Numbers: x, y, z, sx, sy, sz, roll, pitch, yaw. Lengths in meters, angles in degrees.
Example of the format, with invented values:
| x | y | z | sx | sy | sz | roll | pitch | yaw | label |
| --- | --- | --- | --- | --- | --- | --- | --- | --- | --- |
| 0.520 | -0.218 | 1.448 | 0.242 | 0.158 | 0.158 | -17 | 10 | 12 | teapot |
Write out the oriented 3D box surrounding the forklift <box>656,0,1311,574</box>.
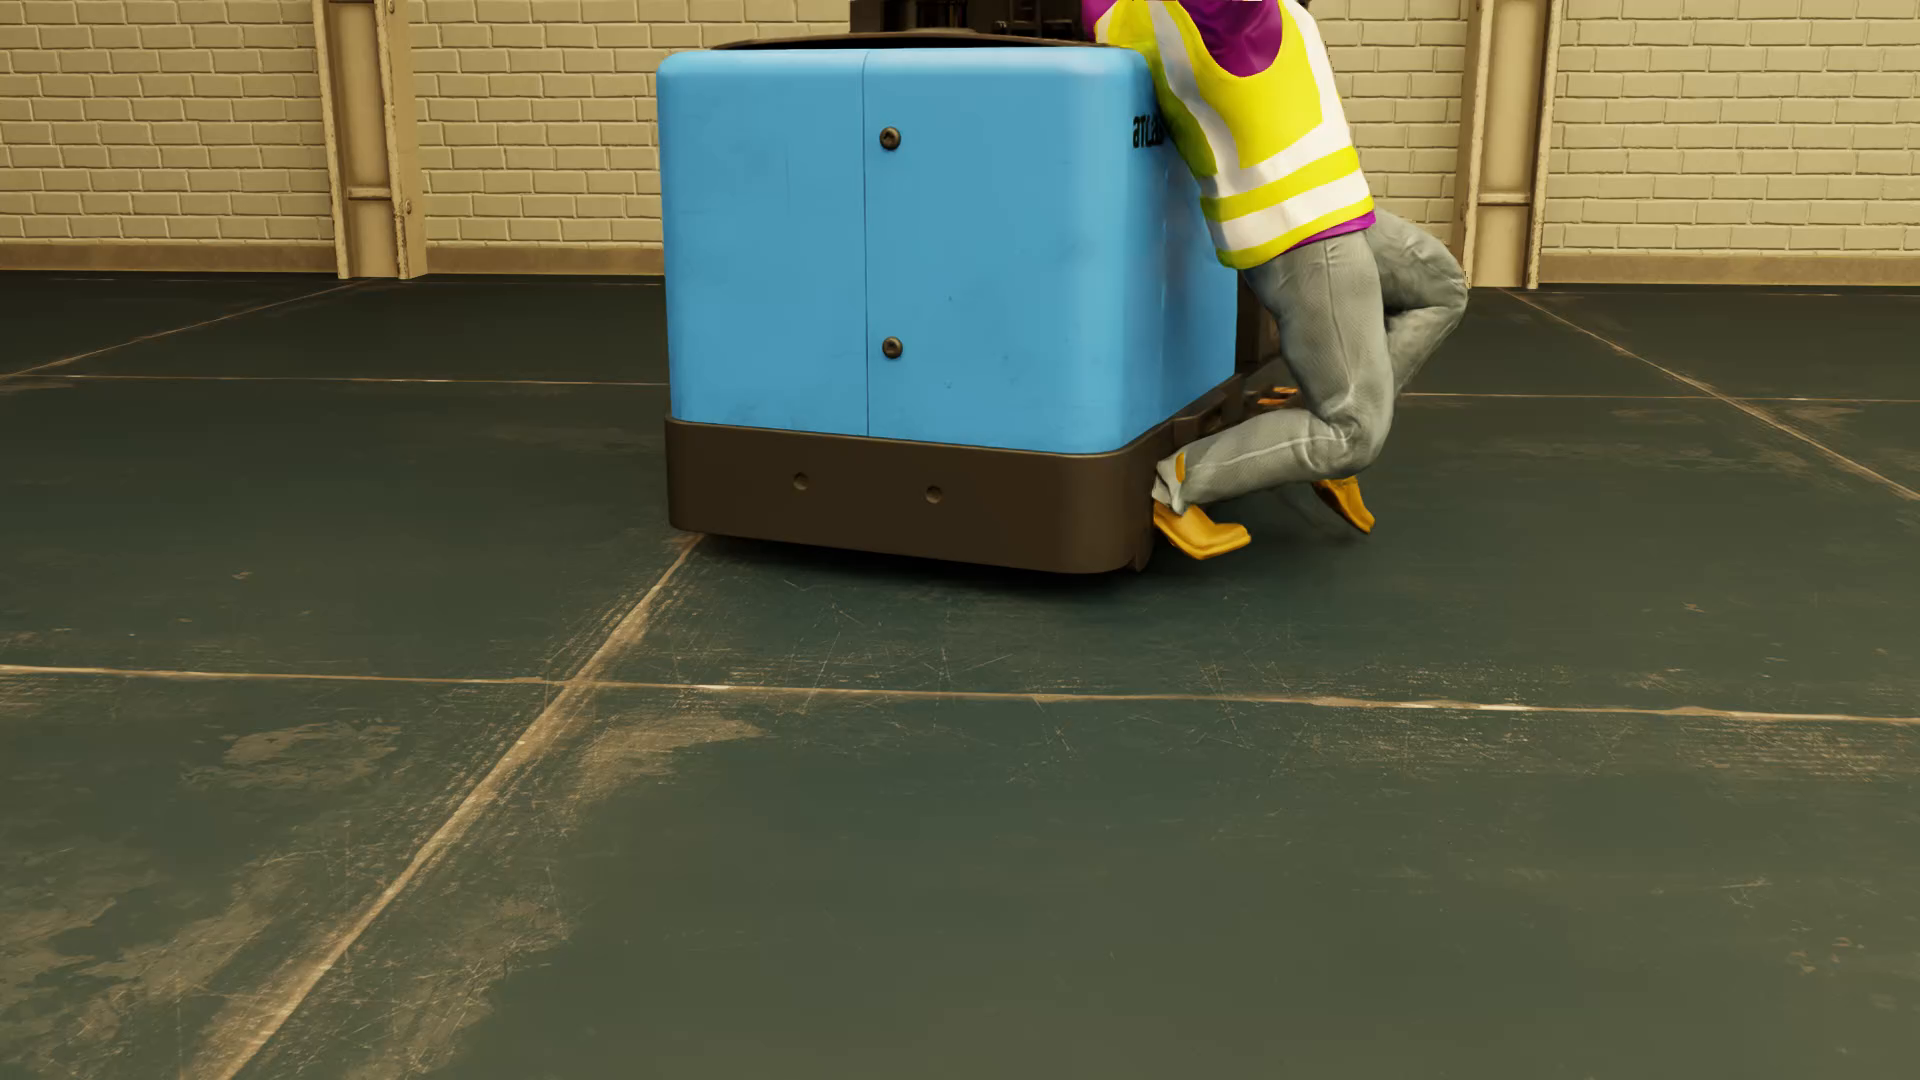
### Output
| x | y | z | sx | sy | sz | roll | pitch | yaw | label |
| --- | --- | --- | --- | --- | --- | --- | --- | --- | --- |
| 0.383 | -1.687 | 4.434 | 1.130 | 2.935 | 3.031 | 6 | 16 | 21 | forklift |

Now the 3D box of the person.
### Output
| x | y | z | sx | sy | sz | roll | pitch | yaw | label |
| --- | --- | --- | --- | --- | --- | --- | --- | --- | --- |
| 0.685 | -0.814 | 3.623 | 0.854 | 1.636 | 1.156 | 0 | 15 | 0 | person |
